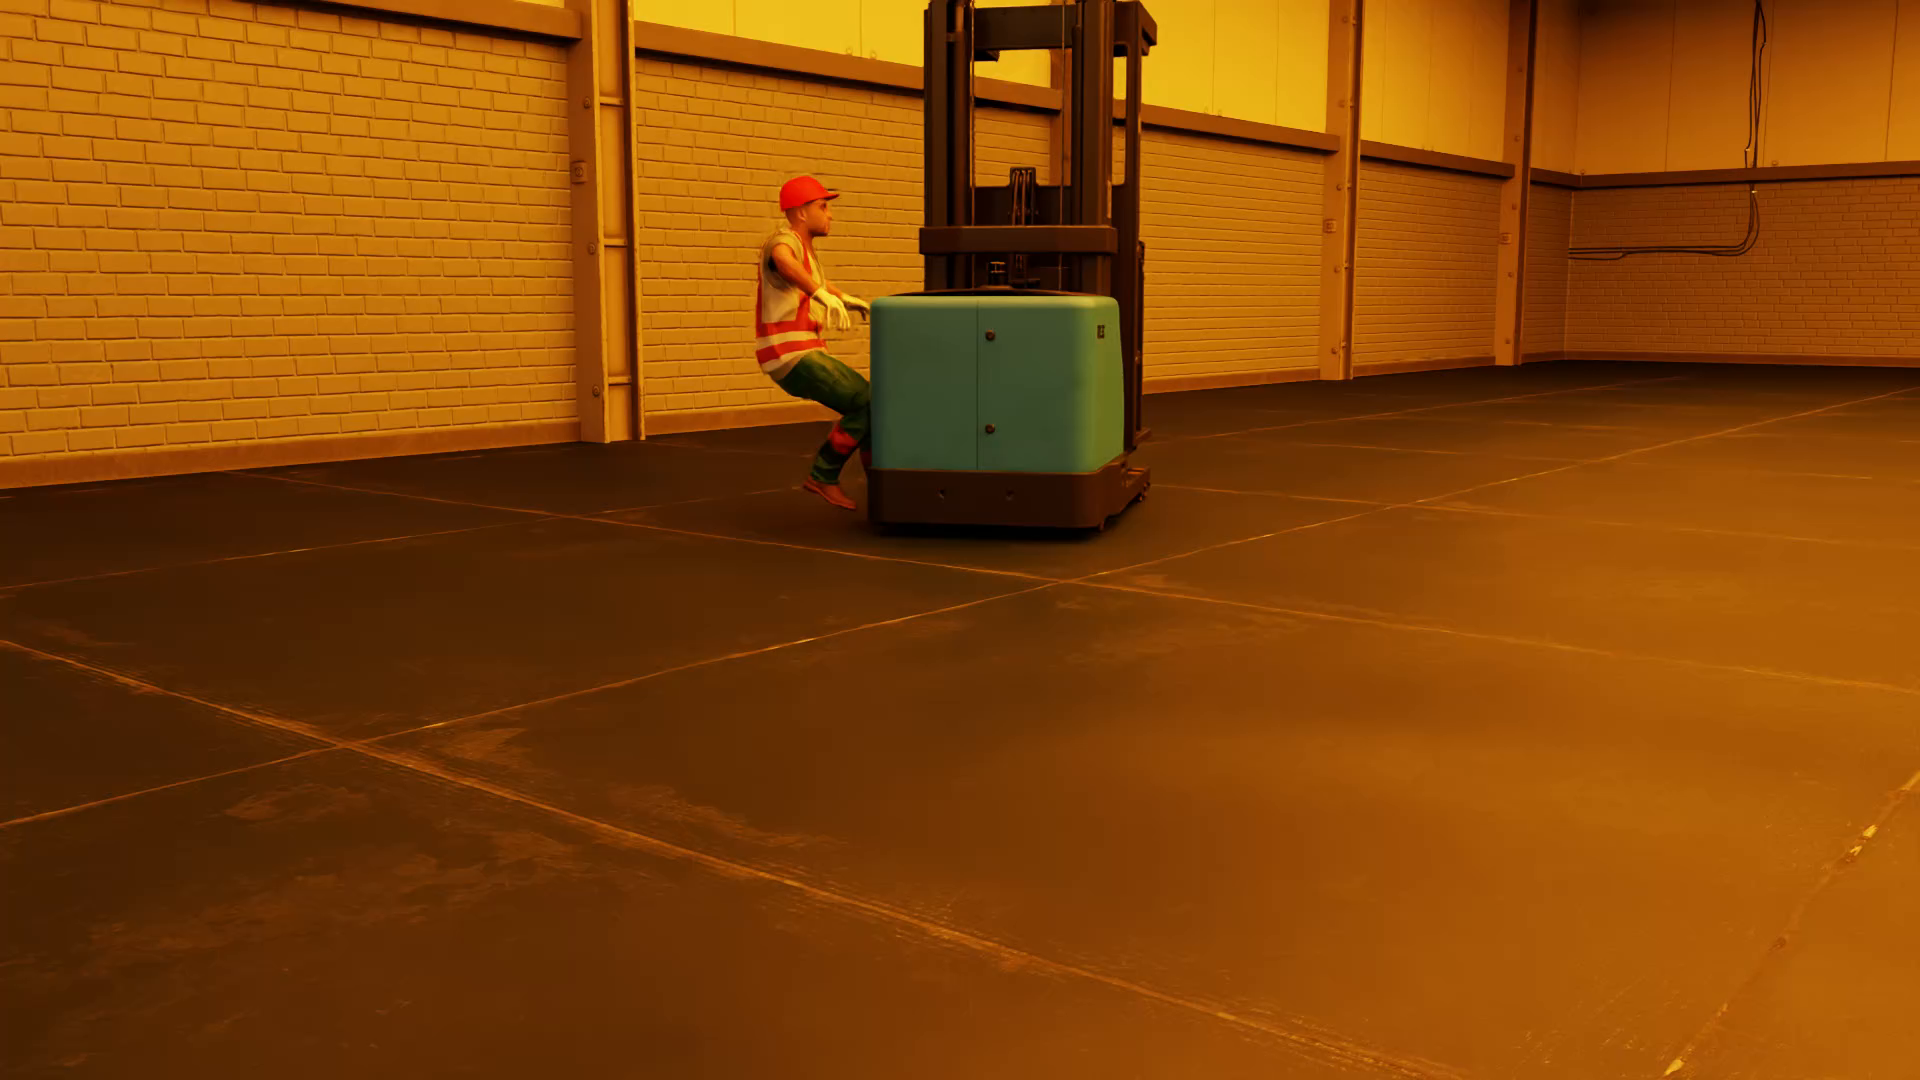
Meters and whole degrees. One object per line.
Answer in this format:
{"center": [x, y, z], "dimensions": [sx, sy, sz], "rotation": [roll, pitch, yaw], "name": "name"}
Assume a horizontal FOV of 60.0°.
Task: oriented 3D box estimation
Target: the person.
{"center": [-0.519, -0.867, 7.756], "dimensions": [0.829, 1.629, 1.105], "rotation": [1, 8, 6], "name": "person"}

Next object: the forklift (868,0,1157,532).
{"center": [0.414, -1.658, 8.613], "dimensions": [1.130, 2.935, 3.031], "rotation": [2, 9, 13], "name": "forklift"}
